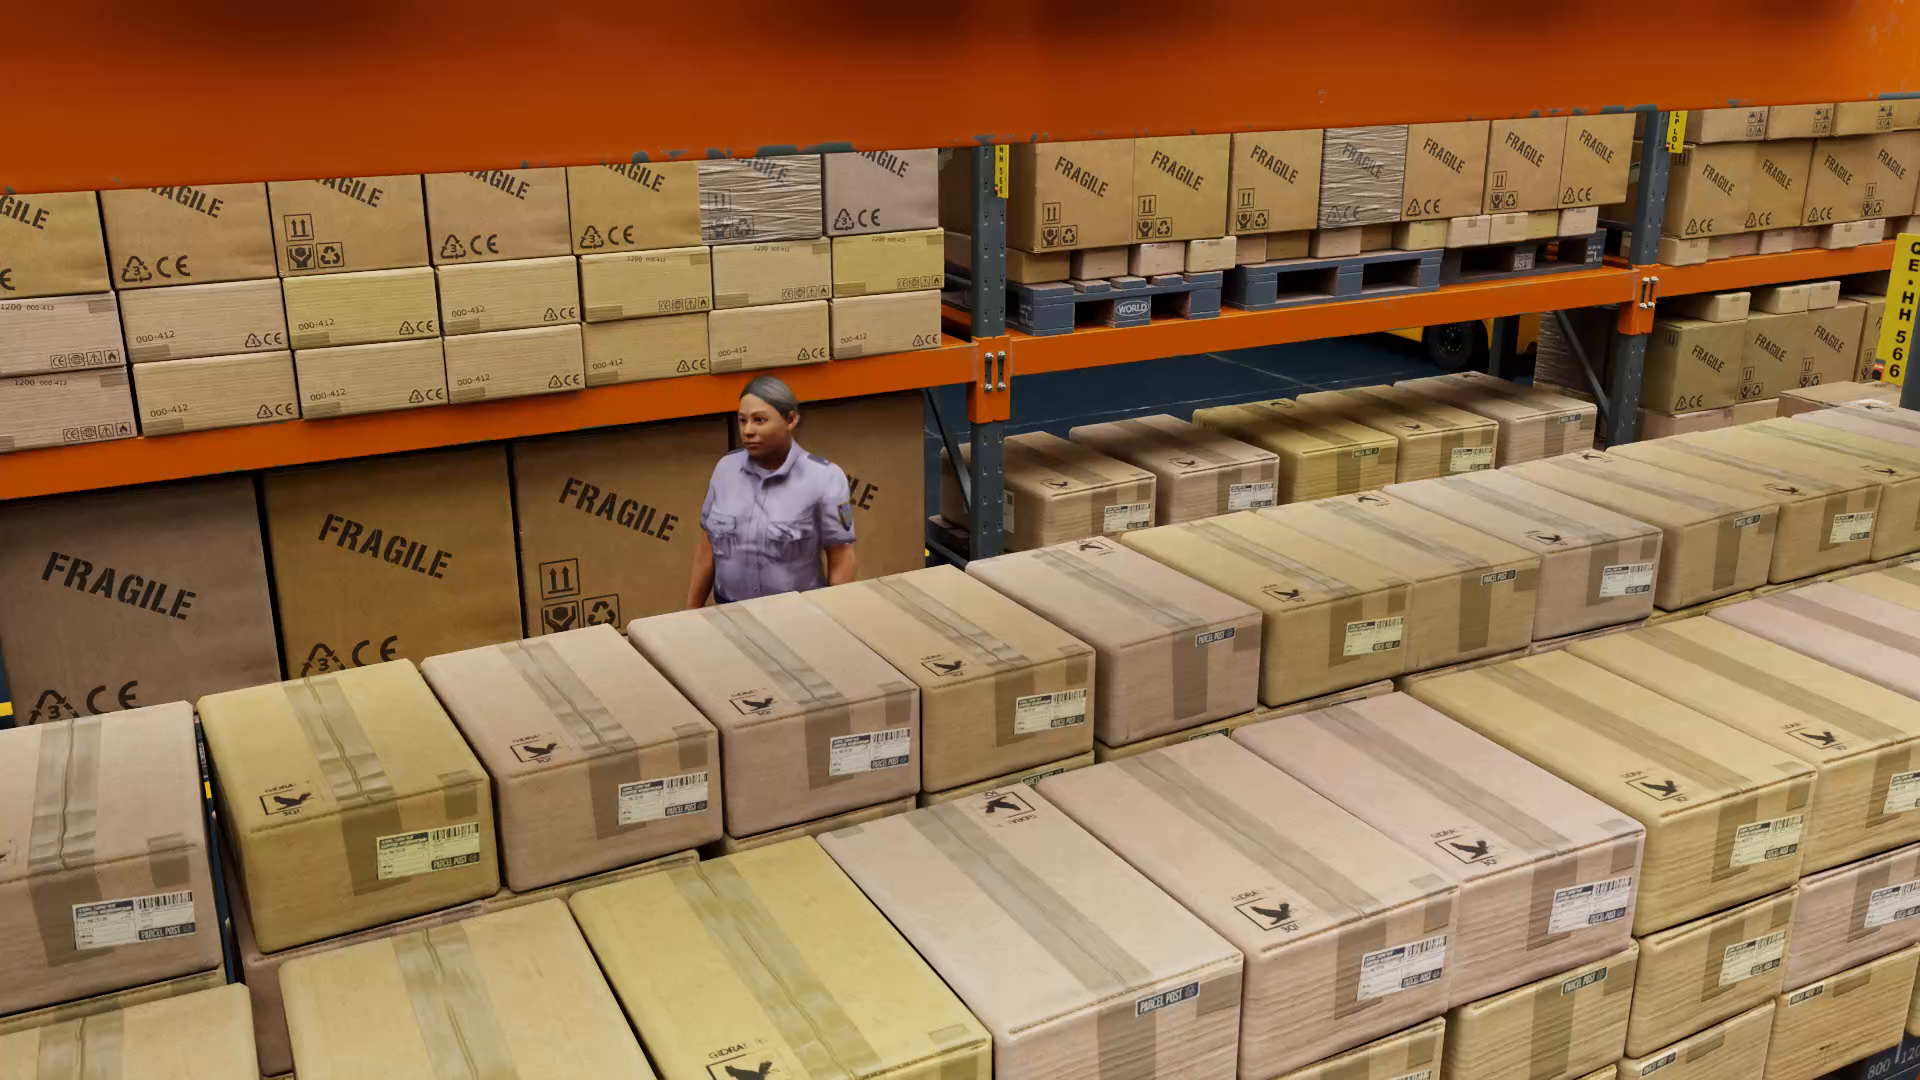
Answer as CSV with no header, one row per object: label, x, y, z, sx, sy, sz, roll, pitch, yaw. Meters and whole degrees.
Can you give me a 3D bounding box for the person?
person,-0.608,0.303,5.164,0.593,1.641,0.607,5,19,15
